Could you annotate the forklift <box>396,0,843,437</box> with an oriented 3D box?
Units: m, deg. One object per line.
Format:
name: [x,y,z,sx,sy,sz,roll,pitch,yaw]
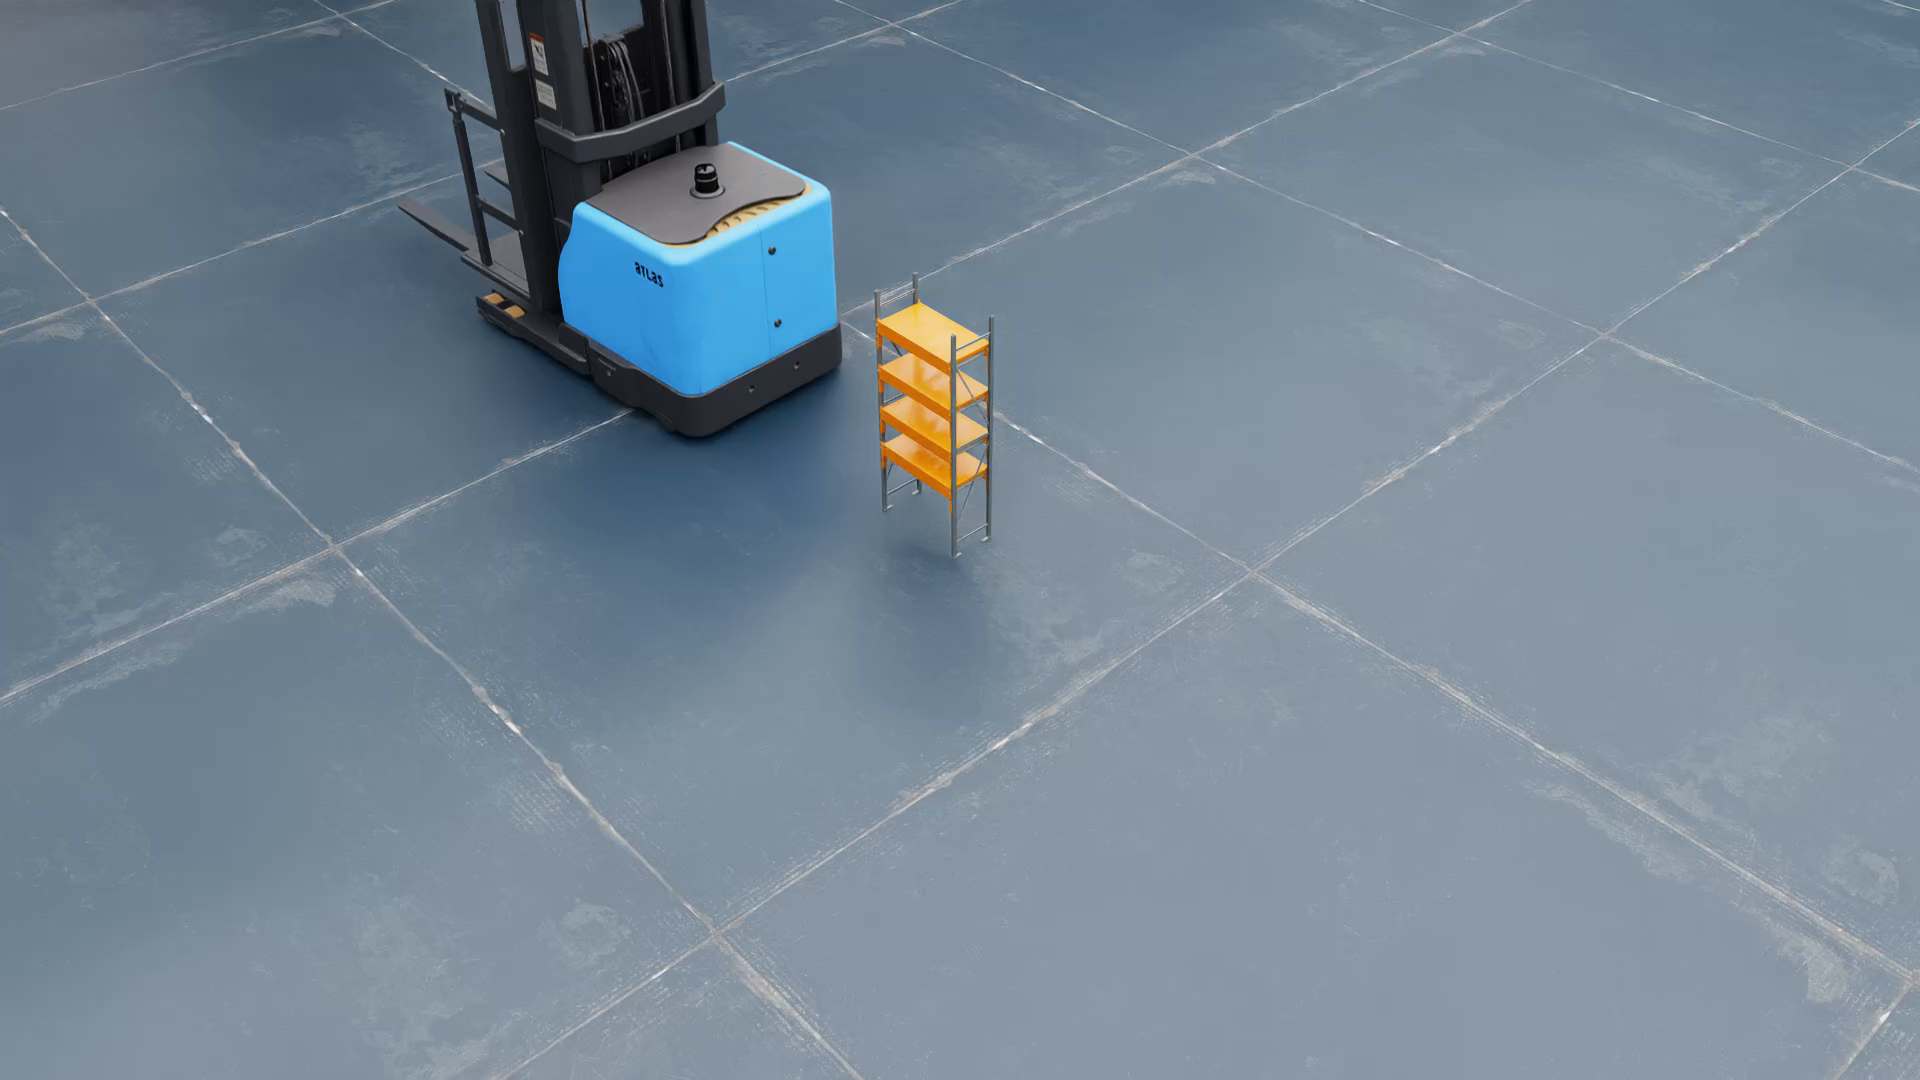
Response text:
forklift: [-2.033,-2.466,8.471,3.031,2.935,1.130,31,48,33]

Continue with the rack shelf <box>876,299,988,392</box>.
rack shelf: [-0.112,-0.849,7.221,0.258,0.148,0.480,-30,48,-32]

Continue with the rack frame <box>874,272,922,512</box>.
rack frame: [-0.277,-0.656,7.608,0.240,1.200,0.015,-30,48,-32]

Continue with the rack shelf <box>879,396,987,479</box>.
rack shelf: [-0.112,-0.491,7.510,0.258,0.148,0.480,-30,48,-32]

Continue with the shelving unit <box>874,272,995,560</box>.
shelving unit: [-0.112,-0.543,7.468,0.258,1.200,0.503,-30,48,-32]

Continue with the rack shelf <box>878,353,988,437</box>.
rack shelf: [-0.112,-0.665,7.370,0.258,0.148,0.480,-30,48,-32]

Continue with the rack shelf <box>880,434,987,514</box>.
rack shelf: [-0.112,-0.337,7.635,0.258,0.148,0.480,-30,48,-32]

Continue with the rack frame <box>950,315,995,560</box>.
rack frame: [0.053,-0.430,7.328,0.240,1.200,0.015,-30,48,-32]
